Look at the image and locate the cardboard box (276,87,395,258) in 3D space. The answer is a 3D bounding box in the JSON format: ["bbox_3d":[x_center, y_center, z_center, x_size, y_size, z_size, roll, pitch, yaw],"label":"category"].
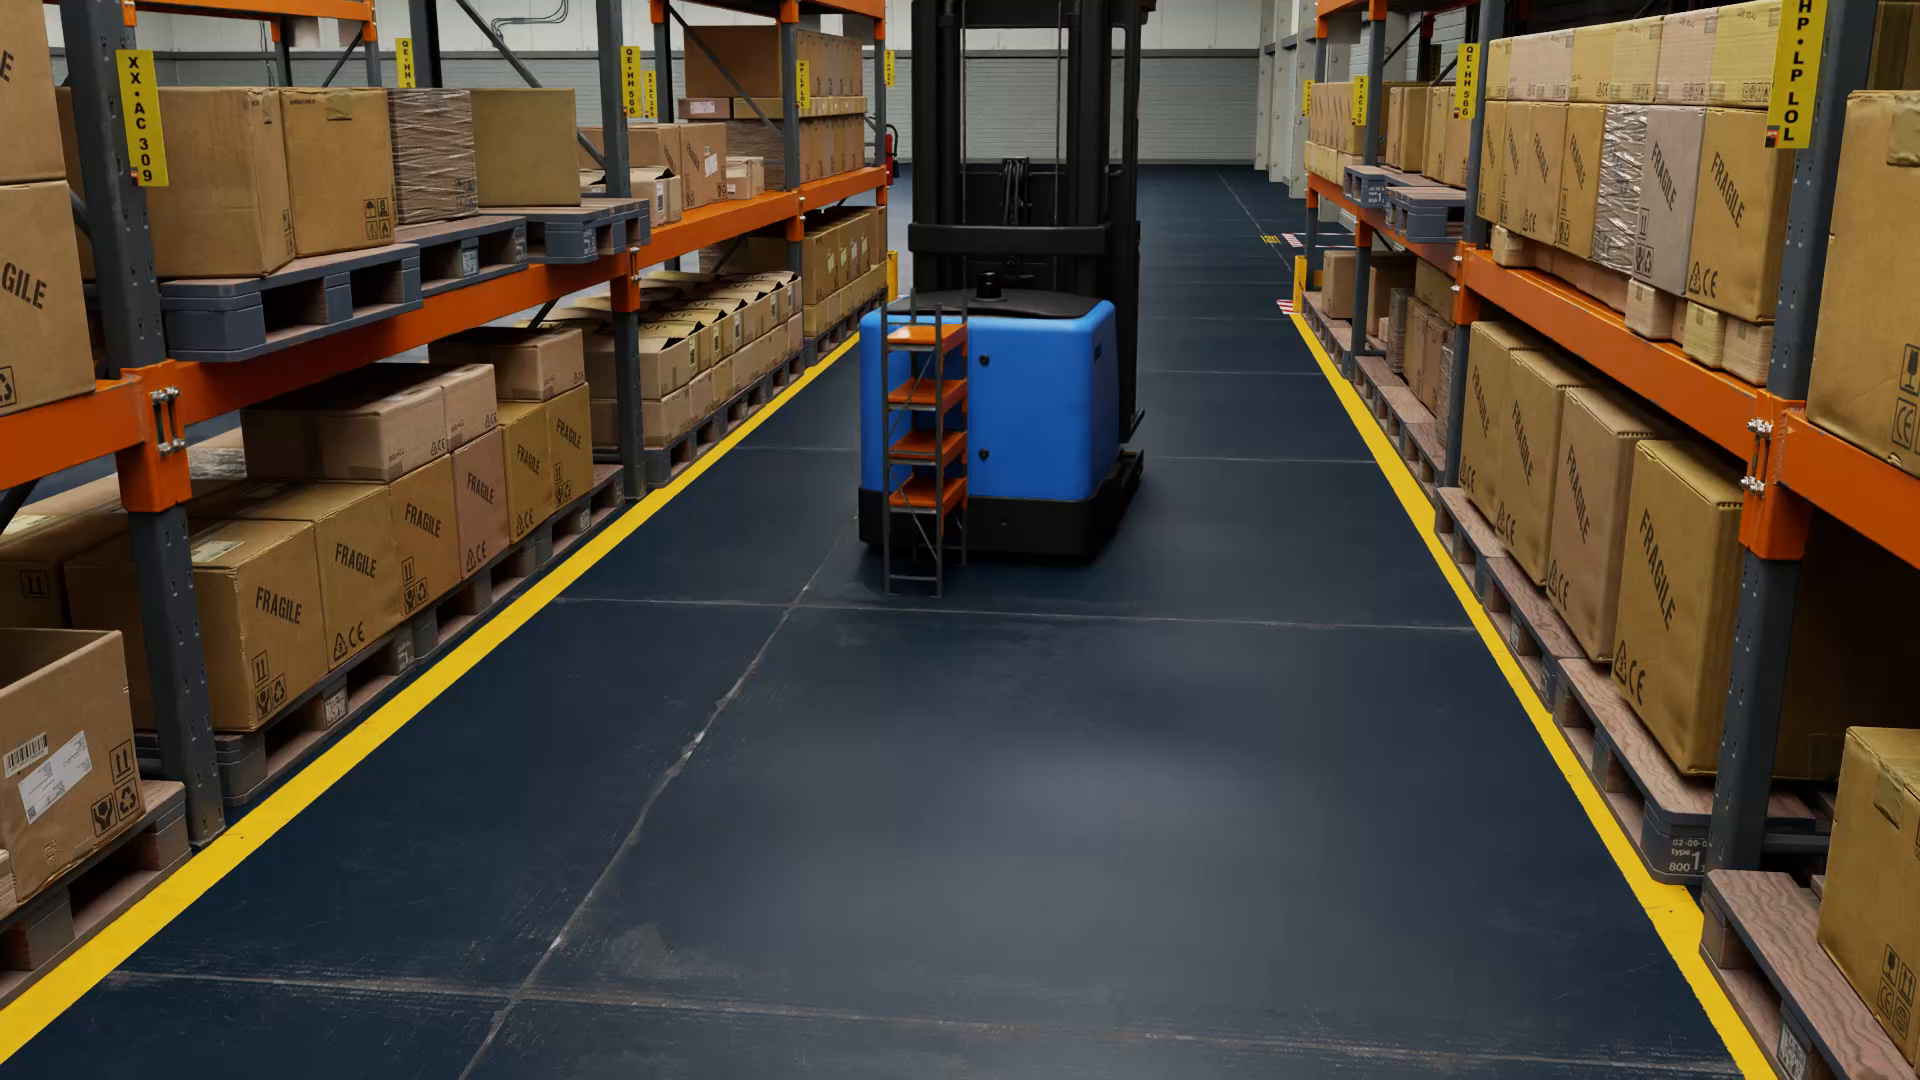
[{"bbox_3d":[-2.264,-1.180,5.284,0.700,0.500,0.500,4,16,15],"label":"cardboard box"}]

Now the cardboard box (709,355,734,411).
[{"bbox_3d":[-1.644,-0.938,9.848,0.500,0.250,0.500,1,15,5],"label":"cardboard box"}]

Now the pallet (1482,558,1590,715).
[{"bbox_3d":[2.515,0.339,6.005,1.003,0.211,1.213,2,15,6],"label":"pallet"}]

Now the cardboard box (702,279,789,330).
[{"bbox_3d":[-1.465,-1.605,11.240,0.500,0.311,0.500,2,15,8],"label":"cardboard box"}]

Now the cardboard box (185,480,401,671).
[{"bbox_3d":[-2.209,0.105,5.475,0.500,0.500,0.500,2,15,7],"label":"cardboard box"}]

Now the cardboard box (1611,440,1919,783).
[{"bbox_3d":[2.312,0.175,4.583,0.750,0.750,0.750,2,15,7],"label":"cardboard box"}]

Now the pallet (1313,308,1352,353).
[{"bbox_3d":[3.446,-1.709,13.578,1.003,0.211,1.213,2,15,6],"label":"pallet"}]

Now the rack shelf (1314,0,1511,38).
[{"bbox_3d":[3.496,-4.182,13.014,1.077,0.370,4.000,2,15,6],"label":"rack shelf"}]

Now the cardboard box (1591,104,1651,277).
[{"bbox_3d":[2.282,-1.079,5.107,0.500,0.500,0.500,2,15,6],"label":"cardboard box"}]

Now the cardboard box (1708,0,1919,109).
[{"bbox_3d":[2.166,-1.180,4.043,0.500,0.250,0.500,2,15,8],"label":"cardboard box"}]

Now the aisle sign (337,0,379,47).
[{"bbox_3d":[-5.819,-5.157,16.006,0.394,0.787,0.004,2,15,6],"label":"aisle sign"}]

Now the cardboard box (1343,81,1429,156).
[{"bbox_3d":[3.016,-2.994,11.799,0.500,0.500,0.500,2,15,6],"label":"cardboard box"}]

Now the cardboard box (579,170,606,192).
[{"bbox_3d":[-2.019,-1.720,8.448,0.500,0.311,0.500,3,15,10],"label":"cardboard box"}]

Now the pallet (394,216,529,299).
[{"bbox_3d":[-2.318,-1.073,6.251,1.003,0.211,1.213,2,15,6],"label":"pallet"}]

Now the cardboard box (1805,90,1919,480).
[{"bbox_3d":[2.290,-0.492,3.162,0.980,0.700,0.700,2,15,7],"label":"cardboard box"}]

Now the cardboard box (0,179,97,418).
[{"bbox_3d":[-2.356,-0.544,3.735,0.500,0.500,0.500,2,15,7],"label":"cardboard box"}]

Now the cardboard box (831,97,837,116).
[{"bbox_3d":[-1.227,-3.599,13.793,0.380,0.149,0.250,1,15,5],"label":"cardboard box"}]

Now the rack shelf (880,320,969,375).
[{"bbox_3d":[-0.140,-0.787,6.769,0.258,0.148,0.480,3,15,12],"label":"rack shelf"}]

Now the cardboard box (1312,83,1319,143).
[{"bbox_3d":[3.304,-3.657,14.250,0.500,0.500,0.500,2,15,6],"label":"cardboard box"}]

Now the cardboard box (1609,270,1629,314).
[{"bbox_3d":[2.311,-0.800,5.319,0.380,0.149,0.250,1,15,5],"label":"cardboard box"}]

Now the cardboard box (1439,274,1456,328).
[{"bbox_3d":[3.028,-1.361,9.457,0.500,0.250,0.500,2,15,6],"label":"cardboard box"}]

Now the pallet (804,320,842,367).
[{"bbox_3d":[-1.521,-1.567,13.051,1.003,0.211,1.213,2,15,6],"label":"pallet"}]

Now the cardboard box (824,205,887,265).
[{"bbox_3d":[-0.966,-2.835,15.425,0.500,0.500,0.500,2,15,6],"label":"cardboard box"}]

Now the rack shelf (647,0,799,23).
[{"bbox_3d":[-1.878,-3.290,9.713,1.077,0.370,4.000,2,15,6],"label":"rack shelf"}]

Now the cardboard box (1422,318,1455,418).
[{"bbox_3d":[3.050,-0.979,9.482,0.700,0.500,0.500,2,15,6],"label":"cardboard box"}]

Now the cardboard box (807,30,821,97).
[{"bbox_3d":[-1.495,-3.758,13.138,0.700,0.500,0.500,2,15,6],"label":"cardboard box"}]

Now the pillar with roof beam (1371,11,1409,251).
[{"bbox_3d":[0.902,-7.972,19.905,9.100,9.000,0.400,2,15,6],"label":"pillar with roof beam"}]

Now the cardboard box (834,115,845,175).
[{"bbox_3d":[-1.382,-3.408,14.326,0.700,0.500,0.500,2,15,7],"label":"cardboard box"}]

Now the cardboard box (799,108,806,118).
[{"bbox_3d":[-1.374,-3.265,12.556,0.380,0.149,0.250,1,15,5],"label":"cardboard box"}]

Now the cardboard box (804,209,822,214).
[{"bbox_3d":[-1.537,-2.720,15.002,0.500,0.500,0.500,2,15,6],"label":"cardboard box"}]

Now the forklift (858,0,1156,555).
[{"bbox_3d":[0.361,-1.689,8.293,1.130,2.935,3.031,3,15,12],"label":"forklift"}]

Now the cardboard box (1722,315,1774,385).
[{"bbox_3d":[2.125,-0.472,4.105,0.380,0.149,0.250,2,15,7],"label":"cardboard box"}]

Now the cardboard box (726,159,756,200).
[{"bbox_3d":[-1.569,-2.409,11.083,0.396,0.266,0.258,1,15,5],"label":"cardboard box"}]

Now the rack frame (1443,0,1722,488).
[{"bbox_3d":[2.819,-1.525,7.556,1.000,3.000,0.127,2,15,6],"label":"rack frame"}]

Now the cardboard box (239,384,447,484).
[{"bbox_3d":[-2.145,-0.378,5.823,0.500,0.250,0.500,2,15,6],"label":"cardboard box"}]

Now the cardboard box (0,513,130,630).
[{"bbox_3d":[-2.784,0.225,5.029,0.500,0.500,0.500,2,15,6],"label":"cardboard box"}]

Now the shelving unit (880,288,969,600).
[{"bbox_3d":[-0.140,-0.408,6.871,0.258,1.200,0.503,3,15,12],"label":"shelving unit"}]

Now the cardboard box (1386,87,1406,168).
[{"bbox_3d":[3.179,-2.692,10.838,0.700,0.500,0.500,2,15,6],"label":"cardboard box"}]

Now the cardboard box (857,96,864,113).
[{"bbox_3d":[-1.083,-3.934,15.029,0.380,0.149,0.250,2,15,8],"label":"cardboard box"}]

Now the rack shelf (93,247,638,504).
[{"bbox_3d":[-2.329,-0.804,6.268,1.077,0.370,4.000,2,15,6],"label":"rack shelf"}]

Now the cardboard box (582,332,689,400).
[{"bbox_3d":[-1.752,-0.943,8.793,0.500,0.311,0.500,2,15,8],"label":"cardboard box"}]

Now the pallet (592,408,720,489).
[{"bbox_3d":[-1.972,-0.536,9.242,1.003,0.211,1.213,2,15,6],"label":"pallet"}]

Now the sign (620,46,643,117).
[{"bbox_3d":[-1.563,-2.177,7.901,0.100,0.325,0.005,2,15,6],"label":"sign"}]

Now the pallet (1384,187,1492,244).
[{"bbox_3d":[2.794,-1.621,8.276,1.213,0.211,1.003,2,15,6],"label":"pallet"}]

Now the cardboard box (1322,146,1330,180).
[{"bbox_3d":[3.184,-3.022,13.341,0.500,0.250,0.500,2,15,7],"label":"cardboard box"}]

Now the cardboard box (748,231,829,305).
[{"bbox_3d":[-1.289,-2.056,12.546,0.500,0.500,0.500,2,15,6],"label":"cardboard box"}]

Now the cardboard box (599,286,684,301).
[{"bbox_3d":[-2.065,-1.490,10.814,0.500,0.311,0.500,1,15,4],"label":"cardboard box"}]

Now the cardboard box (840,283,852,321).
[{"bbox_3d":[-1.175,-1.953,13.603,0.500,0.250,0.500,2,15,6],"label":"cardboard box"}]

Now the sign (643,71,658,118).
[{"bbox_3d":[-2.204,-3.180,11.865,0.100,0.325,0.005,2,15,6],"label":"sign"}]

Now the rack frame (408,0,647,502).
[{"bbox_3d":[-2.103,-1.670,8.092,1.000,3.000,0.127,2,15,6],"label":"rack frame"}]

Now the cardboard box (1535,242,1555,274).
[{"bbox_3d":[2.495,-1.135,6.555,0.380,0.149,0.250,2,15,6],"label":"cardboard box"}]

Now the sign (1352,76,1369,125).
[{"bbox_3d":[2.730,-2.995,11.332,0.100,0.325,0.005,2,15,6],"label":"sign"}]
